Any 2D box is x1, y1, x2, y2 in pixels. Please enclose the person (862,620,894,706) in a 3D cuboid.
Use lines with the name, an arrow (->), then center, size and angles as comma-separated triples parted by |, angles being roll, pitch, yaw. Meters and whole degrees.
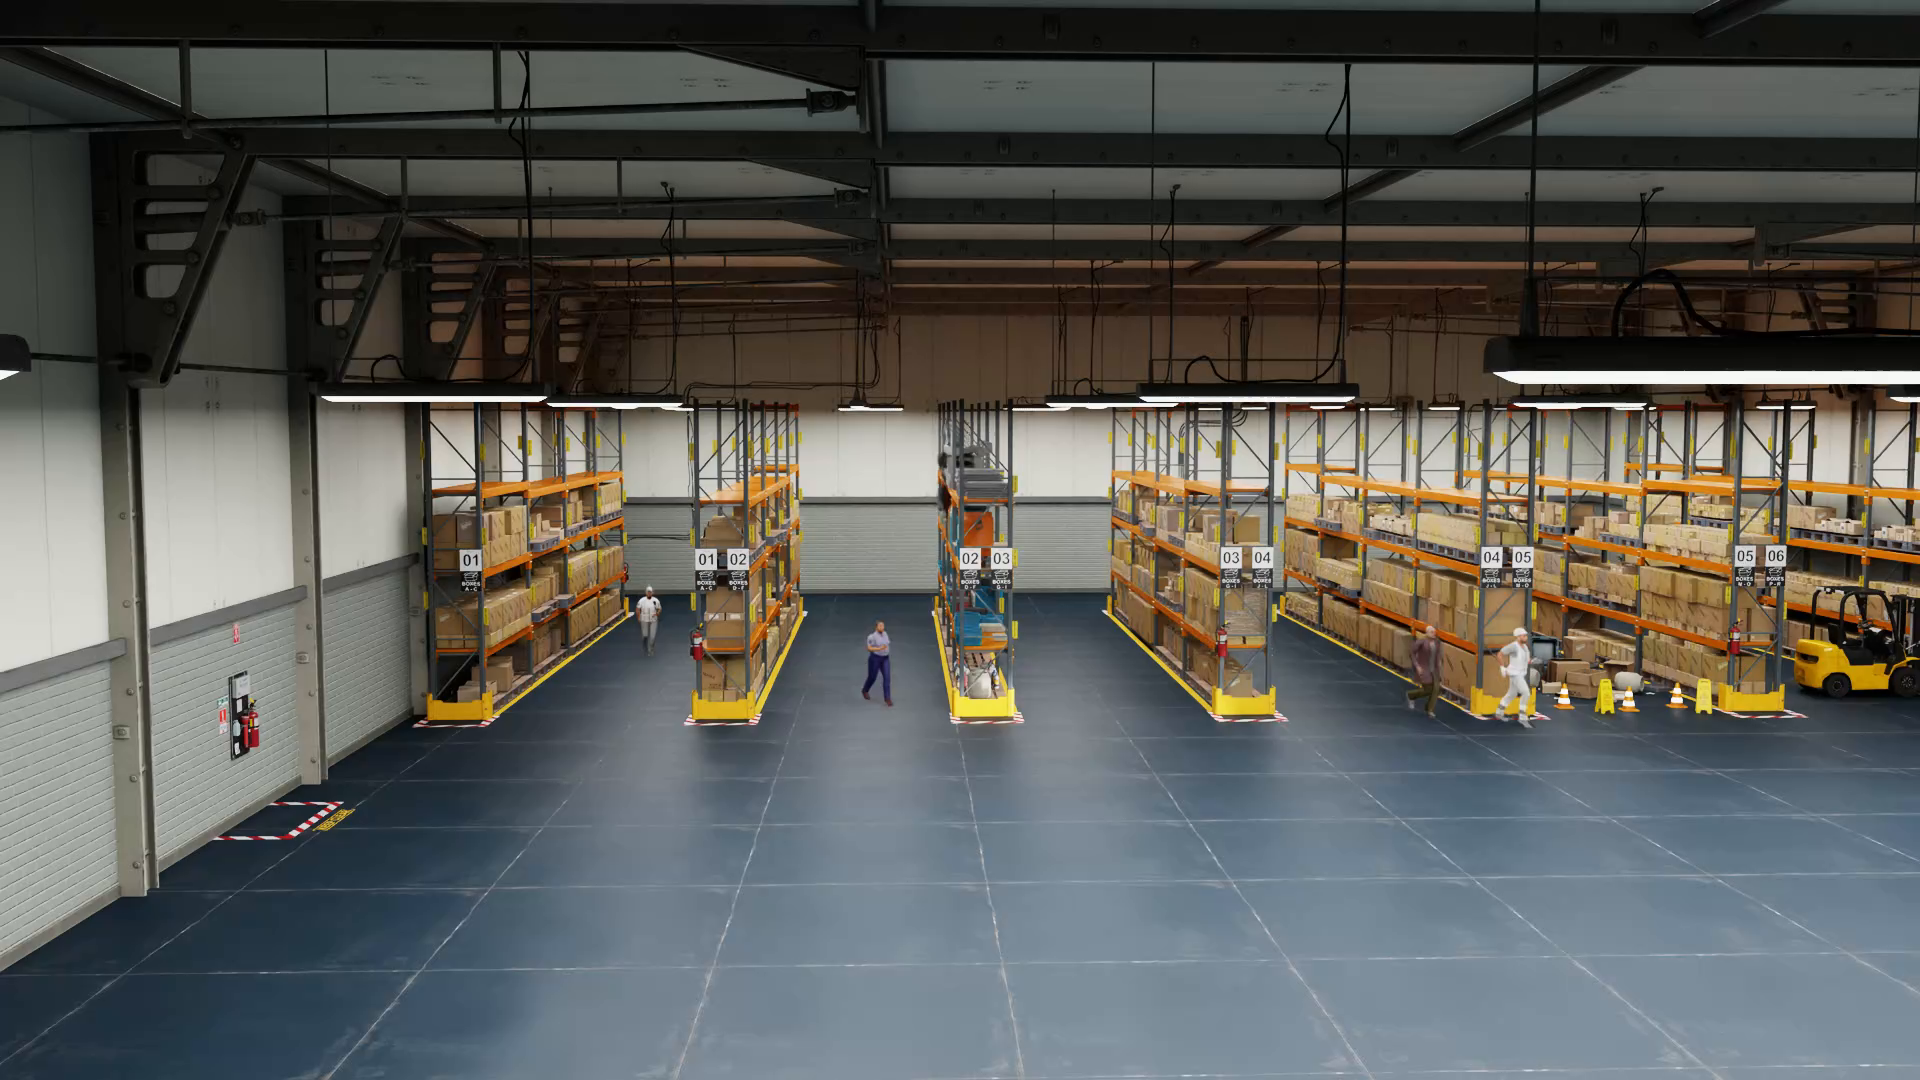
person -> -1.612, 2.394, 32.716 | 0.598, 1.652, 0.933 | -3, 5, -34

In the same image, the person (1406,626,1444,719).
person -> 8.862, 2.485, 31.588 | 0.693, 1.734, 0.787 | -2, 5, -26

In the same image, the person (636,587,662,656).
person -> -7.348, 1.932, 39.302 | 0.601, 1.628, 0.527 | -1, 4, -14

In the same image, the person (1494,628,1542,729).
person -> 10.181, 2.516, 30.401 | 0.877, 1.845, 0.646 | 4, 6, 40
